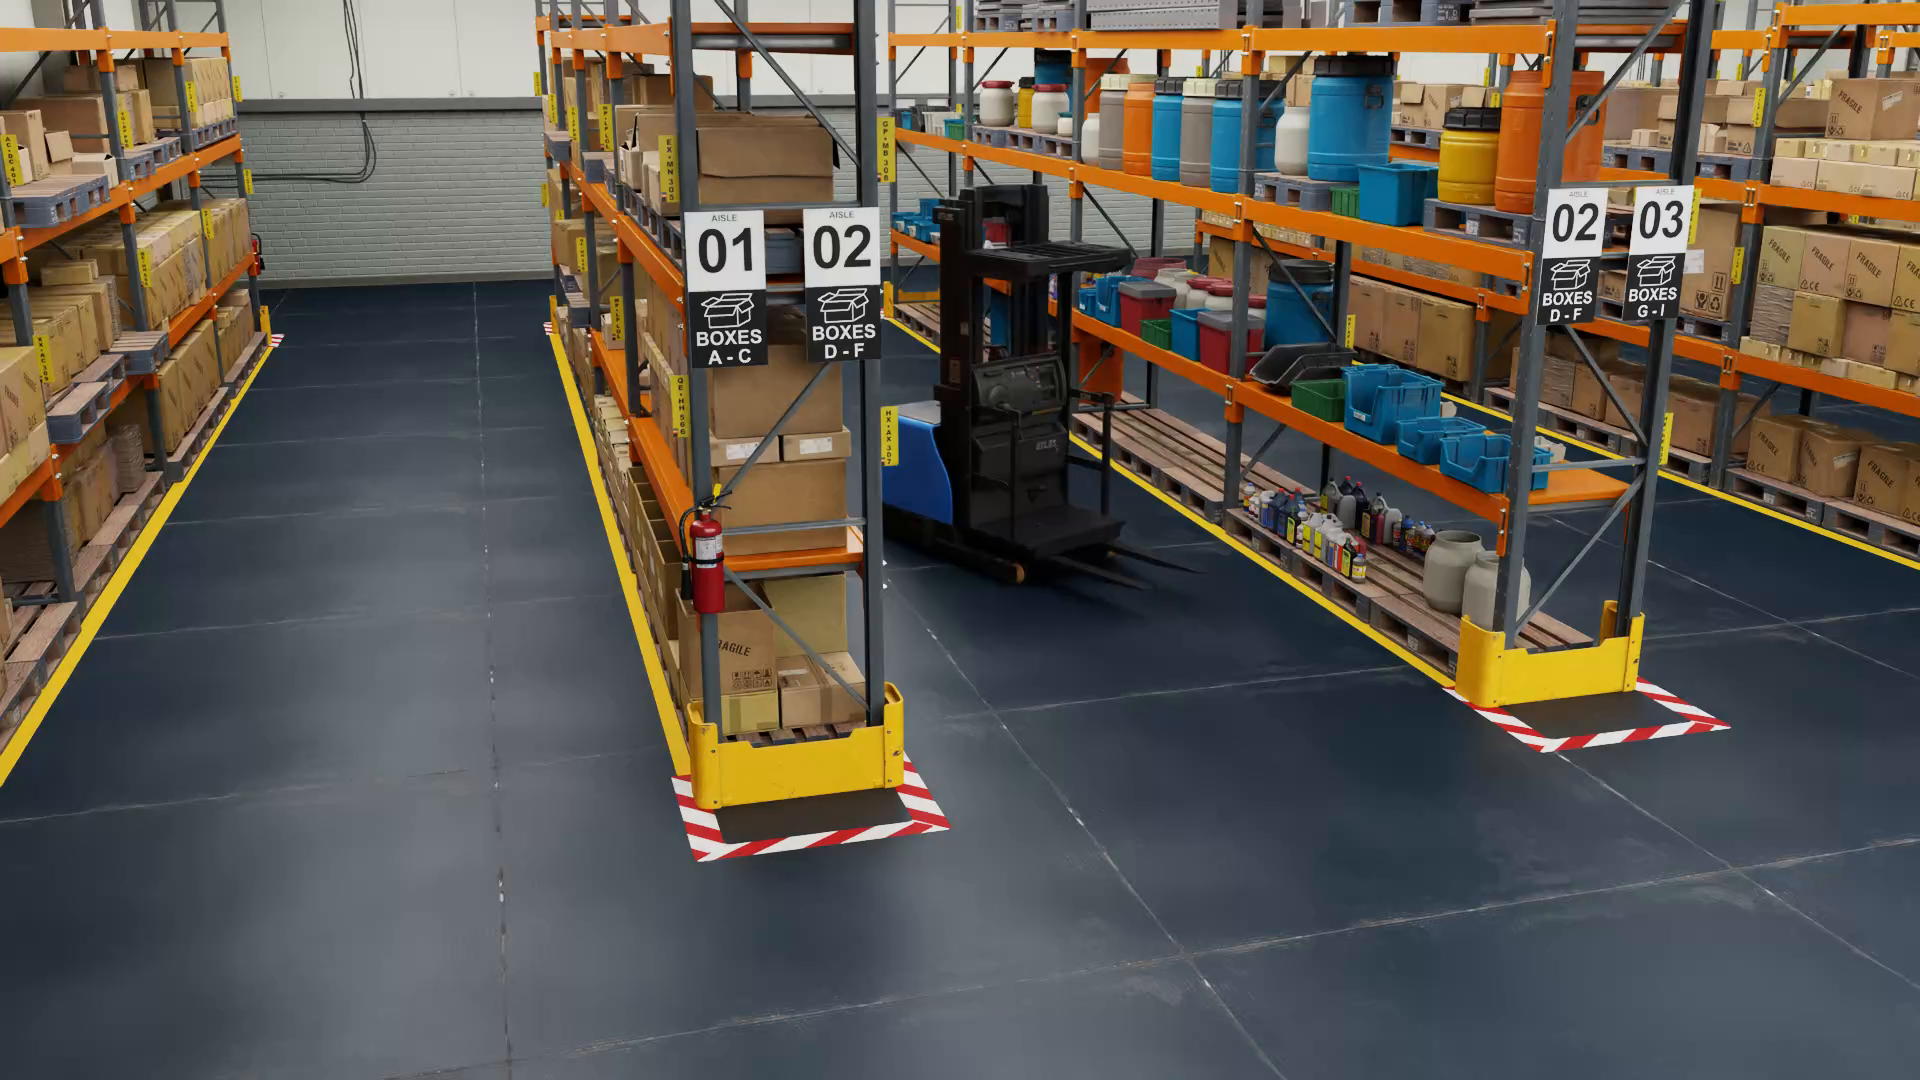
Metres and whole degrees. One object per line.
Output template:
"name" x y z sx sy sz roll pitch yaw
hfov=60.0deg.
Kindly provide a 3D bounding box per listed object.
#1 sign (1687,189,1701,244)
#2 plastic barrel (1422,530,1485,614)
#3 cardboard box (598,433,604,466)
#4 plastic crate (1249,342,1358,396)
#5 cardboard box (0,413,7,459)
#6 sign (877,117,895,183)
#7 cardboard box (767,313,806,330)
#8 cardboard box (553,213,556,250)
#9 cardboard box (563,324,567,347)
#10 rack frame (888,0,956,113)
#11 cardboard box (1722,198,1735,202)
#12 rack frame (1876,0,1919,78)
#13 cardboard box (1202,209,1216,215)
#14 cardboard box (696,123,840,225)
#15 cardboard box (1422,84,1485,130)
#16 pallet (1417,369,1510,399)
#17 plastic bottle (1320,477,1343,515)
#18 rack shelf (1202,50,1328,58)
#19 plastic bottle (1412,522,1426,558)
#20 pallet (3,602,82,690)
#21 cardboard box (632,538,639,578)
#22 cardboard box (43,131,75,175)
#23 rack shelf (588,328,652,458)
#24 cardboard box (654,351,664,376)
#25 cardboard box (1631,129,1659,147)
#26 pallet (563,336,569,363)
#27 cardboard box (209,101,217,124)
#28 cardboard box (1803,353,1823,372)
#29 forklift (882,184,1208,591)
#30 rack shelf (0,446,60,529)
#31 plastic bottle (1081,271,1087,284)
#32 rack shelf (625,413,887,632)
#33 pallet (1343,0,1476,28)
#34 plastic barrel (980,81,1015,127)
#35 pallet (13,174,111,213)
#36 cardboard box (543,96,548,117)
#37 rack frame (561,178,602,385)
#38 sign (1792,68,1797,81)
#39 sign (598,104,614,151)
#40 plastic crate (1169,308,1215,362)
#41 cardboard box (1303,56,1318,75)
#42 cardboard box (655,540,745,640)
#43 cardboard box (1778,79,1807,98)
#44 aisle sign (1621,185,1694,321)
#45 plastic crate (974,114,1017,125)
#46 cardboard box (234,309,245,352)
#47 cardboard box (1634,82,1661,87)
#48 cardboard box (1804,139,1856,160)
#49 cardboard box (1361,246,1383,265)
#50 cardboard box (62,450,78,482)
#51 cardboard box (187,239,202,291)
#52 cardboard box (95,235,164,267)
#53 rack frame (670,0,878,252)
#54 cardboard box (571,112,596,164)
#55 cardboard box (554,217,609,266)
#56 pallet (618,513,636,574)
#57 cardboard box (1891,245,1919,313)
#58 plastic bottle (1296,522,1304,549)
"sign" 4.376 -1.938 9.959 0.100 0.325 0.005 -5 17 -15
"plastic barrel" 3.454 0.221 11.596 0.421 0.512 0.421 0 17 0
"cardboard box" -3.115 -0.854 15.630 0.500 0.250 0.500 -5 17 -17
"plastic crate" 2.769 -1.376 13.427 0.767 0.338 0.504 -5 17 -15
"cardboard box" -6.081 -0.690 9.959 0.500 0.500 0.500 -5 17 -17
"sign" -0.382 -1.999 8.522 0.100 0.325 0.005 -5 17 -15
"cardboard box" -1.198 -1.023 9.714 0.700 0.500 0.500 -5 17 -17
"cardboard box" -5.164 -4.112 22.255 0.500 0.500 0.500 -5 17 -15
"cardboard box" -4.851 -2.649 21.465 0.500 0.311 0.500 -5 17 -15
"rack frame" -0.551 -7.753 24.121 1.000 3.000 0.127 -5 17 -15
"cardboard box" 10.622 -4.581 22.661 0.380 0.149 0.250 -5 17 -15
"rack frame" 11.207 -6.296 19.270 1.000 3.000 0.127 -5 17 -15
"cardboard box" 4.084 -5.188 25.754 0.500 0.250 0.500 -5 17 -17
"cardboard box" -1.071 -1.977 8.954 0.797 0.503 0.637 -3 17 -11
"cardboard box" 5.851 -5.139 19.729 0.500 0.500 0.500 -4 17 -12
"pallet" 6.266 -1.947 20.068 1.003 0.211 1.213 -5 17 -15
"plastic bottle" 3.063 -0.336 13.697 0.144 0.351 0.185 -5 17 -15
"rack shelf" 4.761 -7.056 23.744 1.077 0.370 4.000 -5 17 -15
"plastic bottle" 3.526 -0.007 12.739 0.097 0.271 0.097 0 17 0
"pallet" -6.560 0.741 11.118 1.003 0.211 1.213 -5 17 -15
"cardboard box" -2.181 0.098 12.462 0.500 0.250 0.500 -5 17 -15
"cardboard box" -7.611 -3.014 13.342 0.797 0.503 0.637 -2 17 -8
"rack shelf" -2.566 -1.379 14.579 1.077 0.370 4.000 -5 17 -15
"cardboard box" -1.914 -1.226 11.518 0.380 0.149 0.250 -5 17 -16
"cardboard box" 6.898 -3.989 16.480 0.380 0.166 0.250 -5 17 -17
"pallet" -4.742 -2.576 22.160 1.003 0.211 1.213 -5 17 -15
"cardboard box" -9.188 -5.100 19.858 0.500 0.250 0.500 -5 17 -17
"cardboard box" 7.509 -1.543 14.312 0.380 0.149 0.250 -5 17 -15
"forklift" 0.614 -1.222 12.927 1.130 2.935 3.031 -14 22 -39
"rack shelf" -6.229 0.120 9.588 1.077 0.370 4.000 -5 17 -15
"plastic bottle" 1.459 -3.137 19.396 0.152 0.276 0.135 -5 17 -15
"rack shelf" -1.467 -0.272 10.895 1.077 0.370 4.000 -5 17 -15
"pallet" 3.339 -3.588 11.278 1.003 0.211 1.213 -5 17 -15
"plastic barrel" 0.452 -5.311 20.239 0.433 0.535 0.433 0 17 0
"pallet" -7.134 -2.590 12.473 1.213 0.211 1.003 -5 17 -15
"cardboard box" -5.293 -5.792 22.198 0.500 0.250 0.500 -5 17 -15
"rack frame" -4.215 -3.383 20.001 1.000 3.000 0.127 -5 17 -15
"sign" 14.266 -7.917 28.479 0.100 0.325 0.005 -5 17 -15
"sign" -2.536 -2.960 11.931 0.100 0.325 0.005 -5 17 -15
"plastic crate" 2.145 -1.834 14.870 0.392 0.384 0.575 -5 17 -15
"cardboard box" 5.059 -6.519 22.844 0.500 0.250 0.500 -6 18 -19
"cardboard box" -1.640 0.293 10.510 0.500 0.500 0.500 -5 17 -15
"cardboard box" 10.473 -5.720 21.061 0.396 0.266 0.258 -5 17 -15
"aisle sign" 4.148 -1.703 9.887 0.394 0.787 0.004 -5 17 -15
"plastic crate" 0.471 -5.513 22.104 0.497 0.269 0.590 -5 17 -15
"cardboard box" -9.511 -2.638 21.134 0.700 0.500 0.500 -5 18 -17
"cardboard box" 9.758 -6.389 23.494 0.380 0.149 0.250 -6 18 -18
"cardboard box" 7.441 -3.326 14.163 0.380 0.149 0.250 -6 18 -18
"cardboard box" 5.473 -3.789 21.177 0.500 0.500 0.500 -5 17 -17
"cardboard box" -7.268 -0.618 13.071 0.500 0.250 0.500 -5 17 -17
"cardboard box" -8.458 -2.942 17.807 0.500 0.500 0.500 -5 17 -15
"cardboard box" -7.903 -2.738 15.823 0.500 0.250 0.500 -5 17 -16
"rack frame" -0.917 -2.937 8.087 1.000 3.000 0.127 -5 17 -15
"cardboard box" -3.551 -4.164 17.213 0.910 0.500 0.500 -5 17 -15
"cardboard box" -4.300 -3.483 19.431 0.700 0.500 0.500 -12 20 -34
"pallet" -2.257 -0.035 13.703 1.003 0.211 1.213 -5 17 -15
"cardboard box" 7.812 -2.063 13.177 0.500 0.500 0.500 -5 17 -15
"plastic bottle" 2.677 -0.043 12.980 0.097 0.201 0.097 0 17 0
